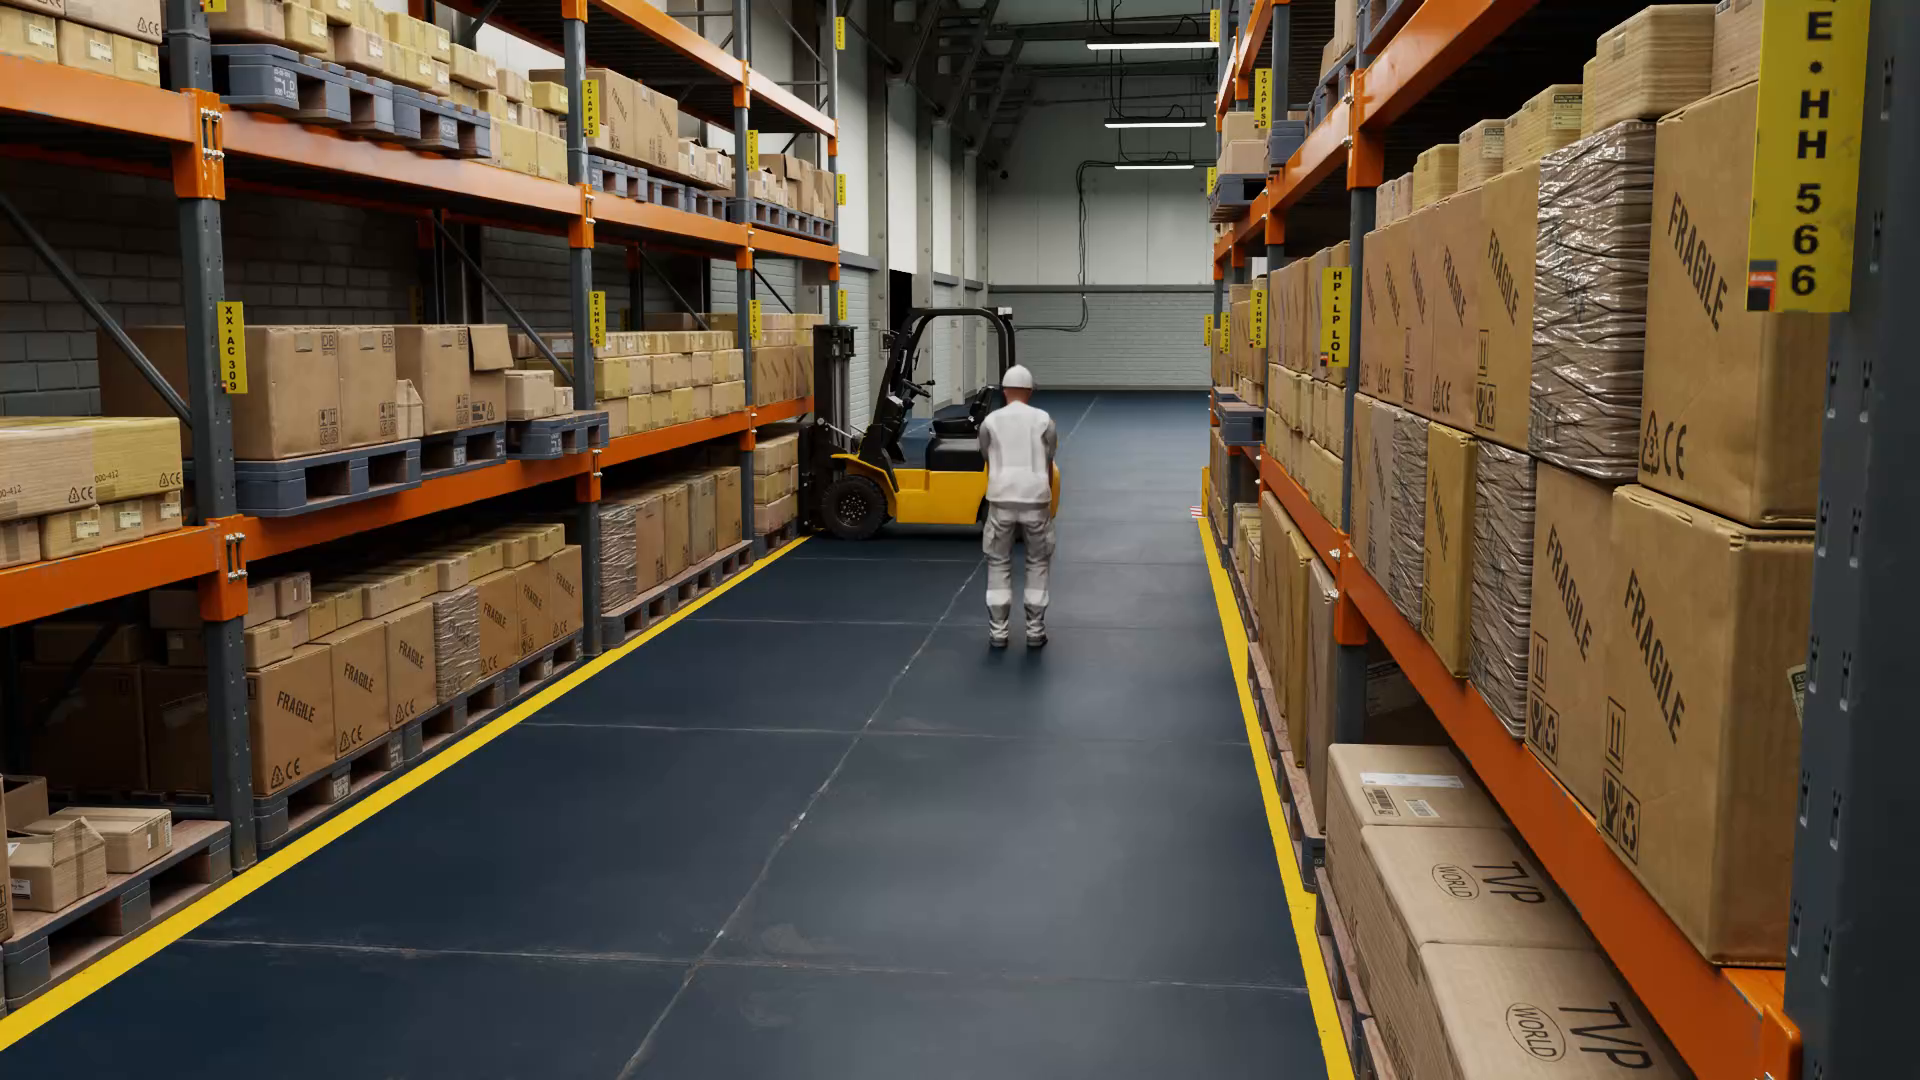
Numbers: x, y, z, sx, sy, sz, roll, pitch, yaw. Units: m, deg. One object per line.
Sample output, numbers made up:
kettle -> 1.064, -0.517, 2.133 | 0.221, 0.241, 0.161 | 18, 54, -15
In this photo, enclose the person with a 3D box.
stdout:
person -> 0.364, -0.219, 10.468 | 0.491, 1.760, 0.583 | 1, 8, 5
